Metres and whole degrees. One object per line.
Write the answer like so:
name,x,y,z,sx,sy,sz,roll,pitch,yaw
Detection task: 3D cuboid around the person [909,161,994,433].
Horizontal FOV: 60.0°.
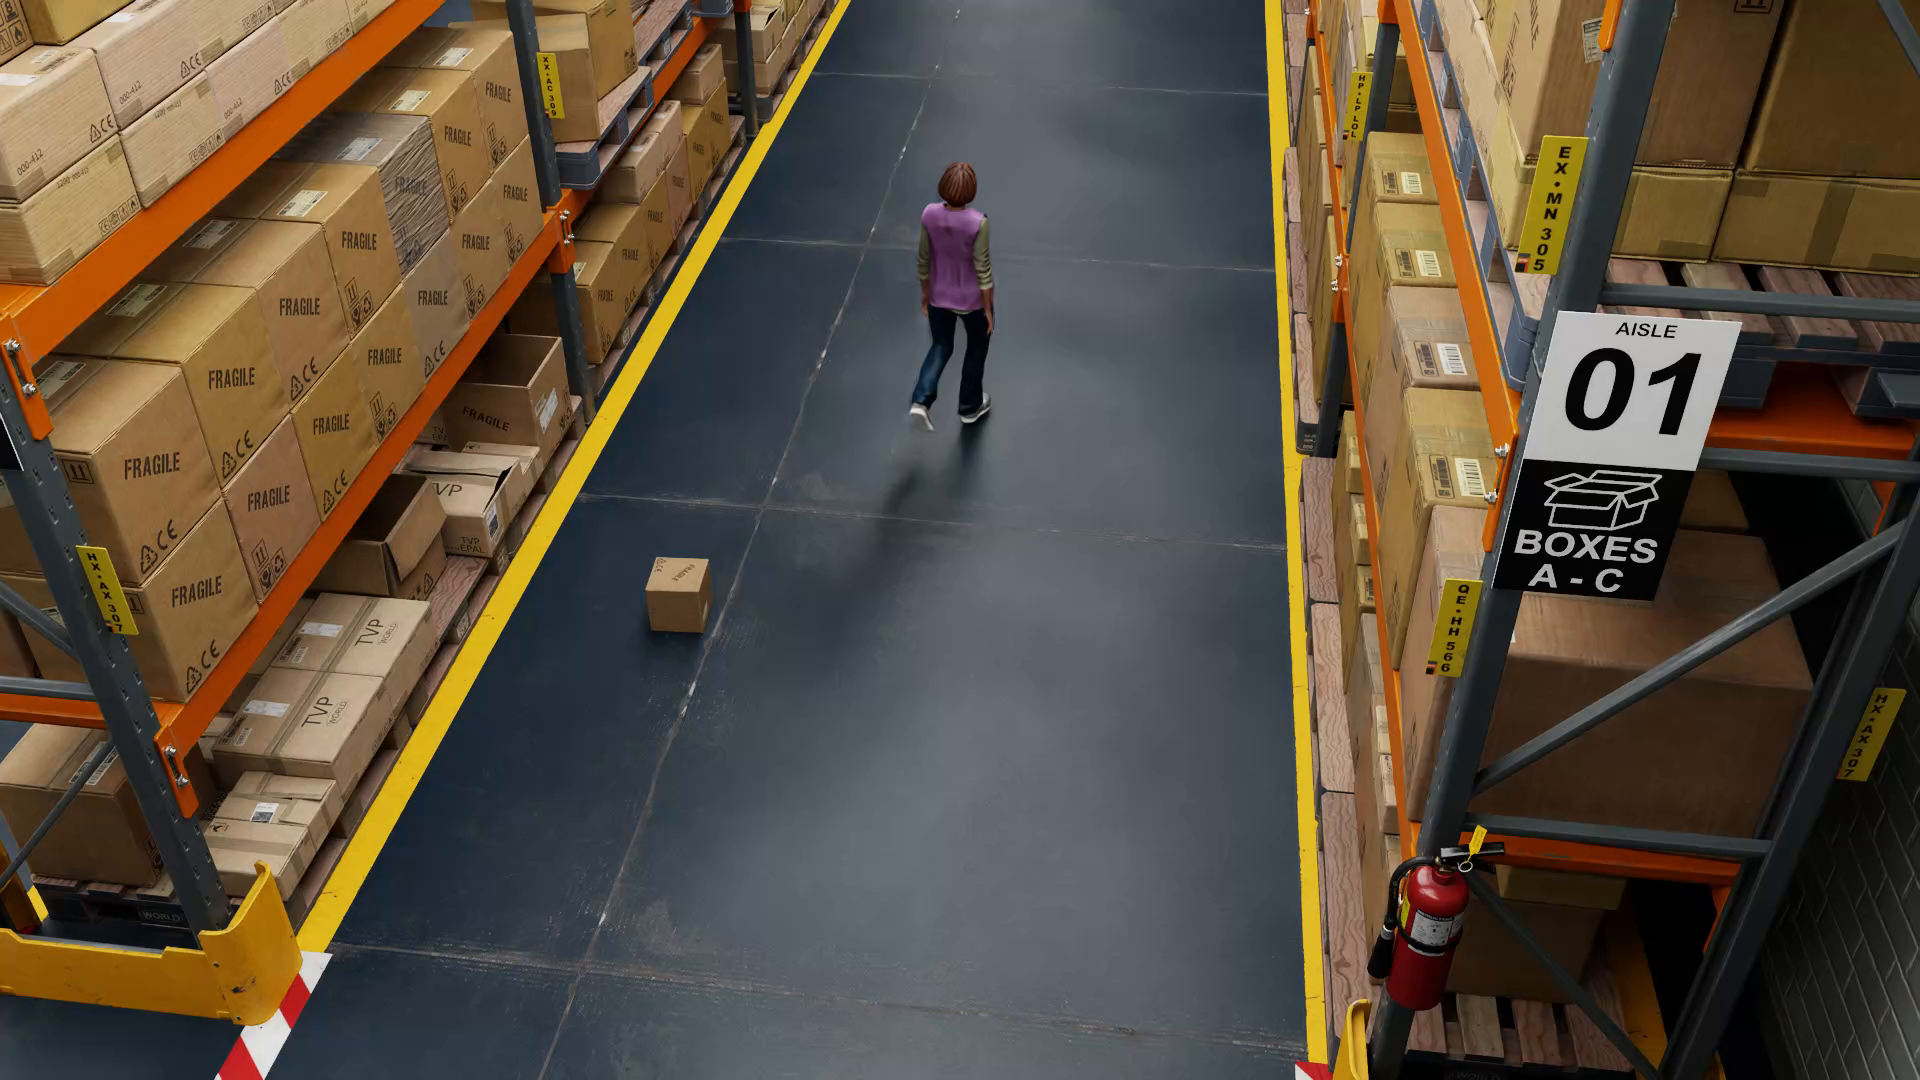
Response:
person,-0.033,-1.239,8.688,0.429,1.569,0.678,13,39,17
